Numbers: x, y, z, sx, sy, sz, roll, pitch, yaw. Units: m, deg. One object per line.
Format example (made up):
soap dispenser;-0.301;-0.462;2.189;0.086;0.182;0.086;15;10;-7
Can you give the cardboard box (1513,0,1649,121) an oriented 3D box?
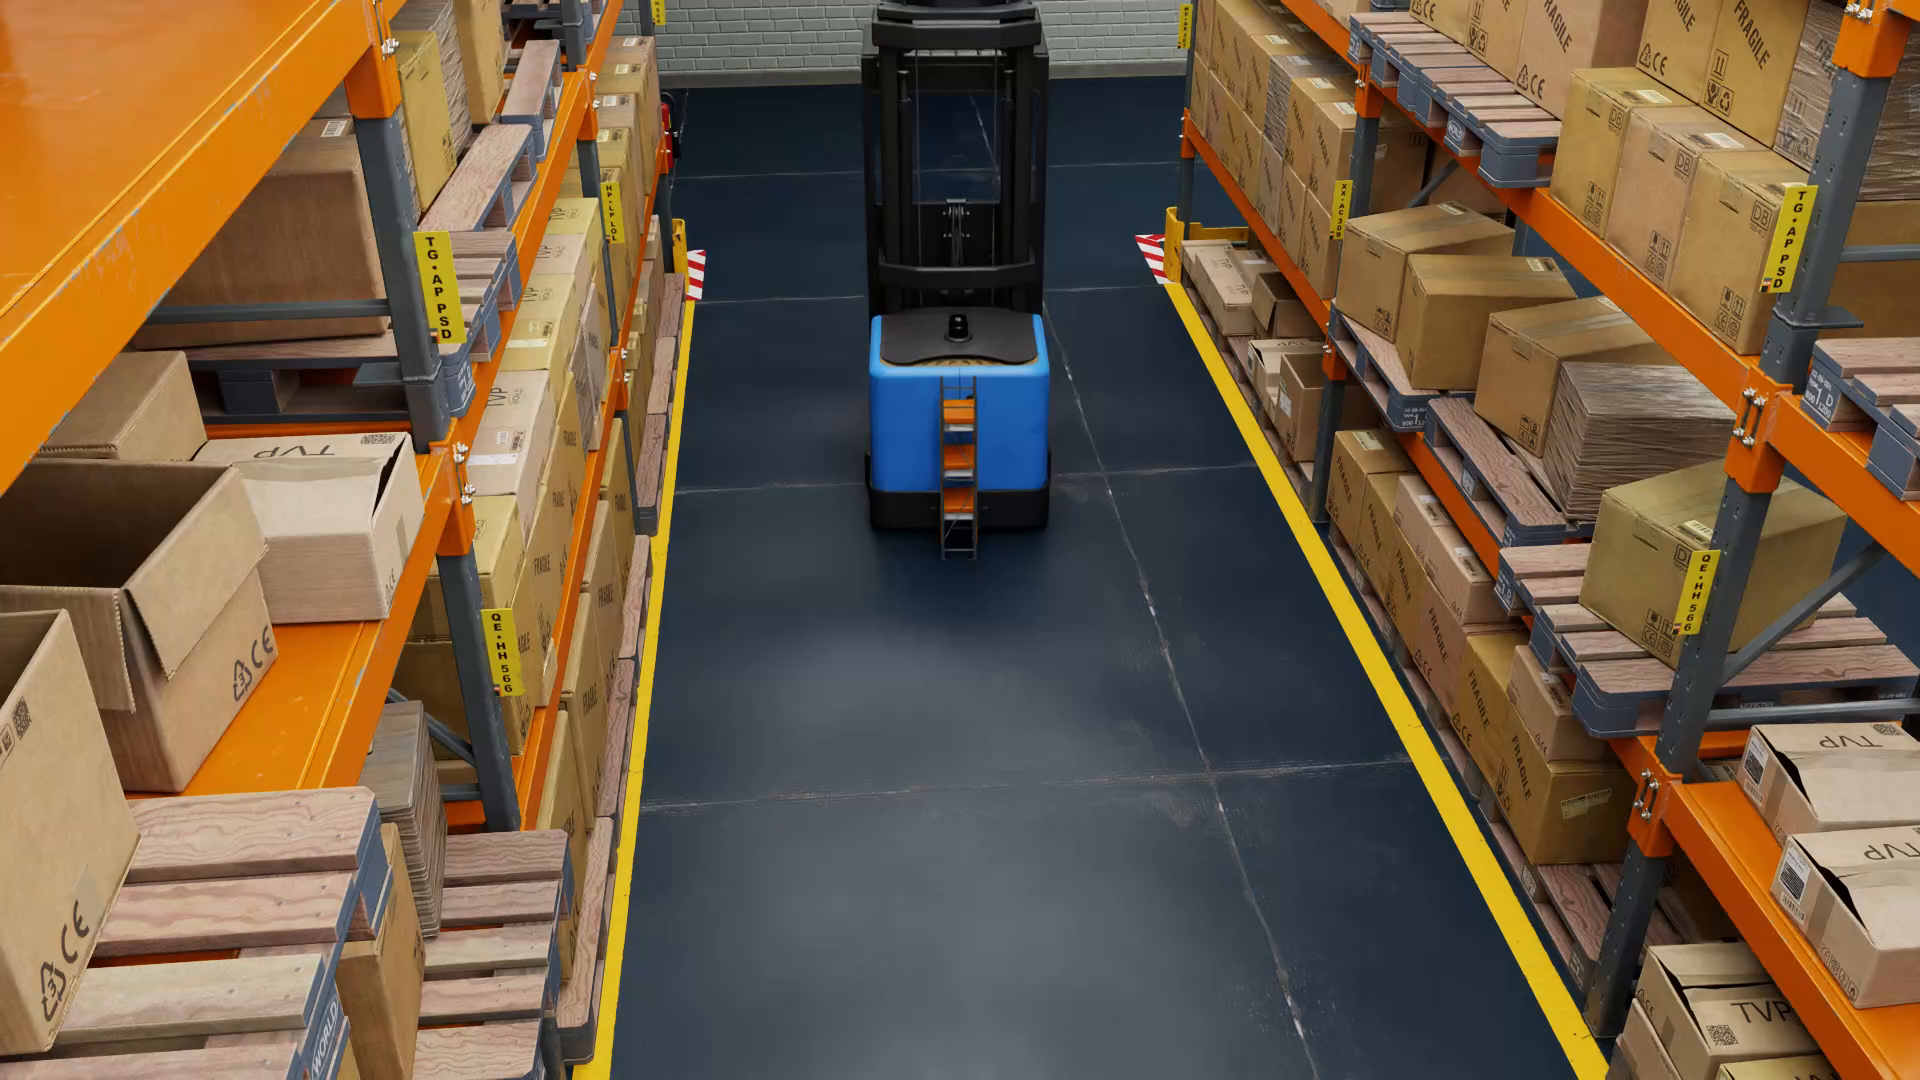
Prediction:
cardboard box;2.694;-2.047;6.722;0.600;0.600;0.600;-4;31;-7

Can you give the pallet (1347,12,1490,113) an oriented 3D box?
pallet;2.584;-2.305;7.943;1.213;0.211;1.003;-3;31;-5

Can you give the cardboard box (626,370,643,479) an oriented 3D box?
cardboard box;-2.306;-0.689;10.007;0.700;0.500;0.500;-2;31;-4

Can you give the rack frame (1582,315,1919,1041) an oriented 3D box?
rack frame;2.967;0.608;5.808;1.000;3.000;0.127;-3;31;-5

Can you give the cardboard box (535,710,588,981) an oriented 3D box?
cardboard box;-1.903;1.208;6.490;0.750;0.750;0.750;-3;31;-5

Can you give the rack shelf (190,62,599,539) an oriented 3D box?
rack shelf;-2.152;-1.153;6.532;1.077;0.370;4.000;-3;31;-5

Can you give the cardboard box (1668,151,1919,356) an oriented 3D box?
cardboard box;2.892;-0.944;5.383;0.910;0.500;0.500;-3;31;-5

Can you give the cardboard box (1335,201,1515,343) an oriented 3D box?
cardboard box;2.415;-1.405;8.670;0.700;0.500;0.500;-13;33;-21

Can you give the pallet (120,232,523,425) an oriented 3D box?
pallet;-2.078;-0.686;5.232;1.213;0.211;1.003;-1;31;-2

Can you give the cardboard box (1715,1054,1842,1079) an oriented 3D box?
cardboard box;2.781;1.916;5.342;0.500;0.311;0.500;-3;31;-6

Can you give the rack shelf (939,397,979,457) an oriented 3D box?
rack shelf;-0.008;-0.631;9.249;0.215;0.259;0.240;-1;31;-1

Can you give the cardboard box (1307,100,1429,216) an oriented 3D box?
cardboard box;2.288;-2.152;9.356;0.500;0.500;0.500;-3;31;-4

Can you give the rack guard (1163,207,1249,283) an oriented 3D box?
rack guard;2.226;-2.365;13.222;1.175;0.500;0.348;-3;31;-5

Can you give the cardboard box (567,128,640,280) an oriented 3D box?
cardboard box;-2.436;-1.975;9.838;0.980;0.700;0.700;-4;31;-6

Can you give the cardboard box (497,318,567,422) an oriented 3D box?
cardboard box;-1.906;-0.688;6.839;0.500;0.250;0.500;-3;31;-6

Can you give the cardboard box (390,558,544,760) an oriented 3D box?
cardboard box;-1.755;0.407;5.736;0.500;0.500;0.500;-2;31;-3

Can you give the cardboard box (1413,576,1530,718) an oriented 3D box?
cardboard box;2.542;0.494;8.007;0.500;0.500;0.500;-4;31;-6

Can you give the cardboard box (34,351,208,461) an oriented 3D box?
cardboard box;-2.127;-0.114;3.973;0.500;0.500;0.500;-3;31;-5

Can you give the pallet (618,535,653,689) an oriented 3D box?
pallet;-2.191;0.392;8.888;1.003;0.211;1.213;-3;31;-5

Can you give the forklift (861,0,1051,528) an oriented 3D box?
forklift;-0.034;-2.048;10.321;1.130;2.935;3.031;-1;31;-1

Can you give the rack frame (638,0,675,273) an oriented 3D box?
rack frame;-2.712;-3.238;12.245;1.000;3.000;0.127;-3;31;-5

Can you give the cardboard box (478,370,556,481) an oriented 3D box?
cardboard box;-1.852;-0.428;6.403;0.500;0.250;0.500;-3;31;-4

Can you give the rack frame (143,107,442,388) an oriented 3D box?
rack frame;-1.965;-1.729;3.869;1.000;3.000;0.127;-3;31;-5

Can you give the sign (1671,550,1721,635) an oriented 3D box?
sign;2.427;0.175;5.479;0.100;0.325;0.005;-3;31;-5

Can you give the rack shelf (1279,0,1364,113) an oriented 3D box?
rack shelf;2.406;-3.435;10.351;1.077;0.370;4.000;-3;31;-5

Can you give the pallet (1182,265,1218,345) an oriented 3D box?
pallet;2.302;-1.834;12.614;1.003;0.211;1.213;-3;31;-5

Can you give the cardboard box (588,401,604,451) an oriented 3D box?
cardboard box;-1.915;-0.543;7.959;0.380;0.149;0.250;-3;31;-5

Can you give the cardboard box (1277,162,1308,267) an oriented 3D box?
cardboard box;2.241;-1.984;10.048;0.500;0.500;0.500;-2;31;-3

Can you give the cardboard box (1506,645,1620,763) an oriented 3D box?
cardboard box;2.636;0.675;6.972;0.500;0.250;0.500;-2;31;-3

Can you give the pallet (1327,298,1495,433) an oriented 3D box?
pallet;2.559;-0.939;8.584;1.003;0.211;1.213;-3;31;-5

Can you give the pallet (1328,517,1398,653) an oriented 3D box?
pallet;2.707;0.176;9.249;1.003;0.211;1.213;-3;31;-5

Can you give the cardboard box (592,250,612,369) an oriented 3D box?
cardboard box;-2.045;-1.151;8.345;0.500;0.500;0.500;-3;31;-5

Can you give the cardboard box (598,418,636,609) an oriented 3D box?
cardboard box;-2.148;-0.127;8.724;0.750;0.750;0.750;-2;31;-4

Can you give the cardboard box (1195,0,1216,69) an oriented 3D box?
cardboard box;1.998;-3.710;11.963;0.500;0.500;0.500;-2;31;-3

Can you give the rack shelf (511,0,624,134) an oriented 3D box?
rack shelf;-2.525;-3.195;9.951;1.077;0.370;4.000;-3;31;-5

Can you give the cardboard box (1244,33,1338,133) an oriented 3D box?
cardboard box;2.145;-2.928;10.655;0.500;0.500;0.500;-3;31;-5

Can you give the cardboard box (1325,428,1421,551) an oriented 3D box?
cardboard box;2.396;-0.292;9.322;0.500;0.500;0.500;-4;31;-7

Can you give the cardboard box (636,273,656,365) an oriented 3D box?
cardboard box;-2.453;-1.480;11.330;0.700;0.500;0.500;-4;31;-6

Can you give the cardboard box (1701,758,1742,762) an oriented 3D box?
cardboard box;3.154;0.979;7.195;0.500;0.500;0.500;-4;31;-6

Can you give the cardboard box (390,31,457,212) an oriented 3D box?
cardboard box;-2.208;-1.469;5.832;0.700;0.500;0.500;-1;31;-2

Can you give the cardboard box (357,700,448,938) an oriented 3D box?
cardboard box;-1.911;0.855;4.868;0.700;0.500;0.500;-6;31;-10

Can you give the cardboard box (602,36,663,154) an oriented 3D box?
cardboard box;-2.655;-3.106;11.733;0.980;0.700;0.700;-1;31;-2

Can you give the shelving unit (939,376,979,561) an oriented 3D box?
shelving unit;-0.008;-0.396;9.389;0.215;1.050;0.252;-1;31;-1

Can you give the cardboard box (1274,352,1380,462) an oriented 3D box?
cardboard box;2.257;-0.828;10.219;0.500;0.500;0.500;-3;31;-5

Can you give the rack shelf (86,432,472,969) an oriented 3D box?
rack shelf;-1.778;0.889;3.113;1.077;0.370;4.000;-3;31;-5

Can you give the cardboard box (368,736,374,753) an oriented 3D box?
cardboard box;-1.903;0.511;4.810;0.380;0.149;0.250;-7;32;-11

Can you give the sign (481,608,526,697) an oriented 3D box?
sign;-1.425;0.353;5.182;0.100;0.325;0.005;-3;31;-5

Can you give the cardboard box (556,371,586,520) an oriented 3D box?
cardboard box;-1.897;-0.379;7.053;0.500;0.500;0.500;-2;31;-3

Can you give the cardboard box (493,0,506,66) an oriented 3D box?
cardboard box;-2.366;-2.260;7.157;0.700;0.500;0.500;-4;31;-7

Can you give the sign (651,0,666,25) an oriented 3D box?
sign;-2.171;-3.855;11.919;0.100;0.325;0.005;-3;31;-5

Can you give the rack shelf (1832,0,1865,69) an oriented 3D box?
rack shelf;2.780;-2.508;6.266;1.077;0.370;4.000;-3;31;-5

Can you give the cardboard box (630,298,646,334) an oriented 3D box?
cardboard box;-2.206;-1.418;10.594;0.380;0.149;0.250;-4;31;-6

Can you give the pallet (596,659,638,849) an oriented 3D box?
pallet;-2.074;1.016;7.842;1.003;0.211;1.213;-3;31;-5

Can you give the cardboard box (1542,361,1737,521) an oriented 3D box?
cardboard box;2.900;-0.408;7.001;0.700;0.500;0.500;3;31;5

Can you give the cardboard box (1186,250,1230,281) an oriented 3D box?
cardboard box;1.940;-2.091;12.660;0.380;0.166;0.250;-3;31;-5

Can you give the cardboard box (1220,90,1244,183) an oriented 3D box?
cardboard box;2.096;-2.761;11.350;0.500;0.500;0.500;-3;31;-5

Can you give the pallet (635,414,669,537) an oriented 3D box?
pallet;-2.332;-0.390;10.197;1.003;0.211;1.213;-3;31;-5

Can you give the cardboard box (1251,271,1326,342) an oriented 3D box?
cardboard box;2.412;-1.511;11.359;0.797;0.503;0.637;-3;31;-5
